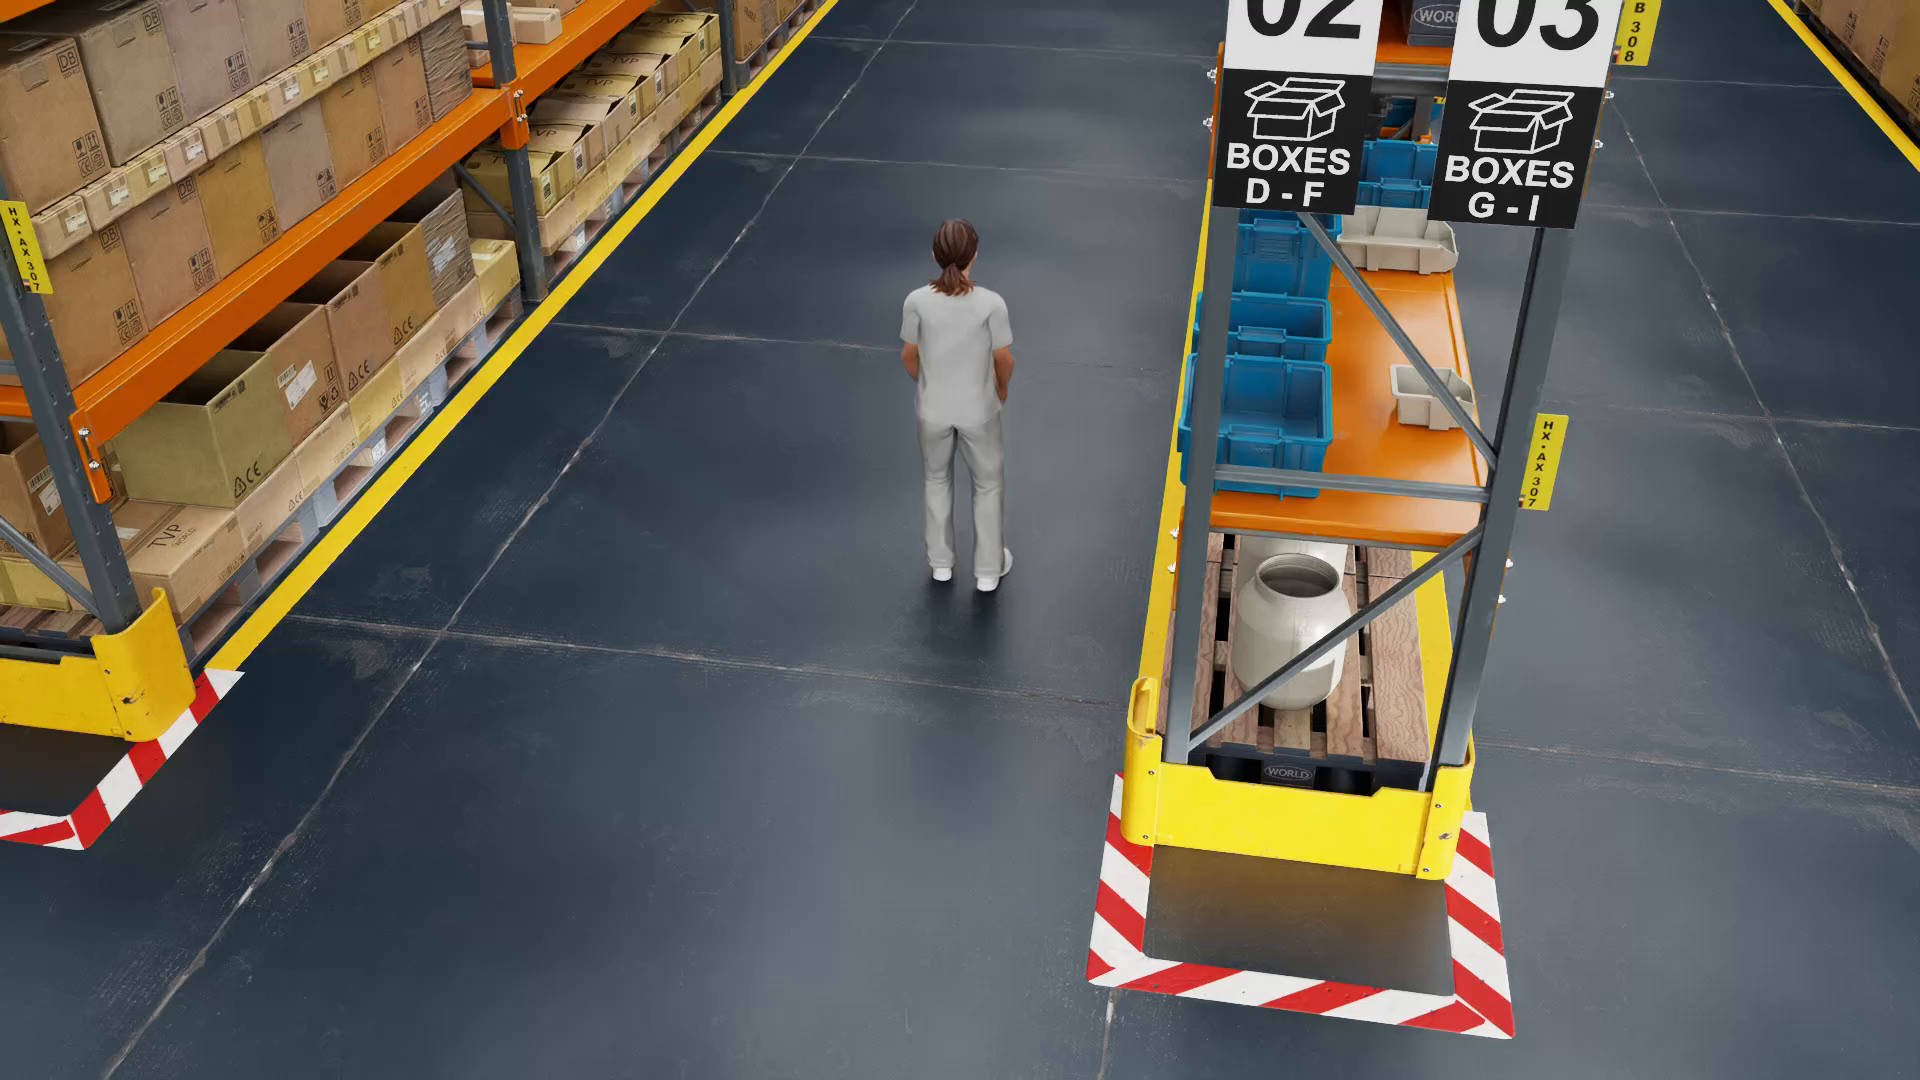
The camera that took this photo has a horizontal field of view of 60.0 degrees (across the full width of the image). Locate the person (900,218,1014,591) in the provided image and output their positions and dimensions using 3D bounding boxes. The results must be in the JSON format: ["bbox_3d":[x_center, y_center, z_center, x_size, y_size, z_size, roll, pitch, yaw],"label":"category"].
[{"bbox_3d":[-0.006,-0.563,7.019,0.467,1.676,0.420,5,33,7],"label":"person"}]
